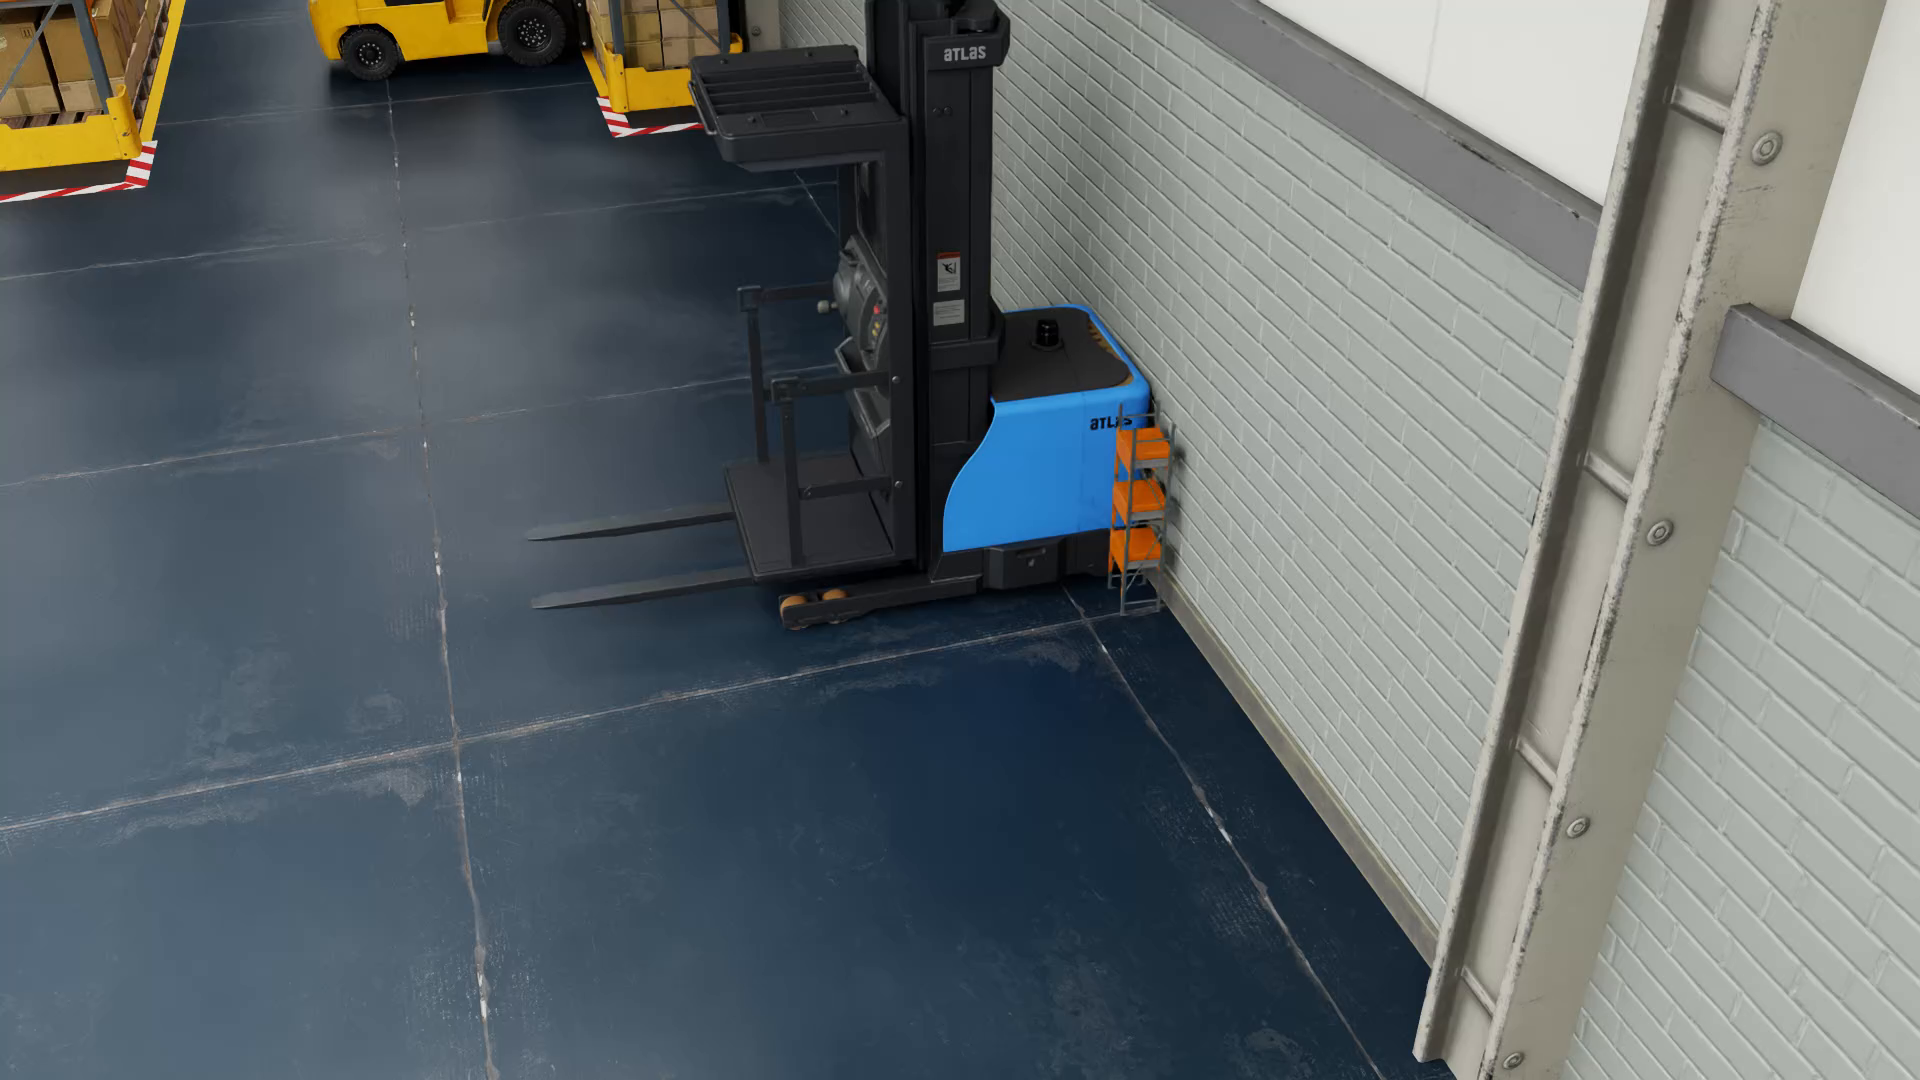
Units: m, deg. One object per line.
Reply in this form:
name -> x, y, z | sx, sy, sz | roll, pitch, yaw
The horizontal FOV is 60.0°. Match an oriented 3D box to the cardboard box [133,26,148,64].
cardboard box -> -7.513, -4.337, 14.705 | 0.500, 0.250, 0.500 | -8, 34, -12

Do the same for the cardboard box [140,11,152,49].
cardboard box -> -7.665, -4.602, 15.107 | 0.500, 0.250, 0.500 | -9, 35, -14

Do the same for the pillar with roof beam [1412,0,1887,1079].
pillar with roof beam -> -2.271, -1.118, 2.279 | 9.100, 9.000, 0.400 | -10, 35, -15

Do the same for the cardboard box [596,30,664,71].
cardboard box -> -2.922, -4.343, 14.715 | 0.500, 0.250, 0.500 | -10, 35, -14

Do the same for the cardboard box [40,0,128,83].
cardboard box -> -7.194, -4.108, 13.680 | 0.500, 0.500, 0.500 | -11, 35, -16

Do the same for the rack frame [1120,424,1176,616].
rack frame -> 0.890, -0.078, 7.908 | 0.200, 1.050, 0.008 | -6, 33, -9

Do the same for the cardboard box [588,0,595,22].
cardboard box -> -3.067, -4.827, 14.993 | 0.500, 0.250, 0.500 | -10, 35, -15

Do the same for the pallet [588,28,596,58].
pallet -> -3.119, -4.992, 16.114 | 1.003, 0.211, 1.213 | -10, 35, -15

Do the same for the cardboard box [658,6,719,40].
cardboard box -> -2.423, -4.640, 14.711 | 0.500, 0.250, 0.500 | -9, 35, -14

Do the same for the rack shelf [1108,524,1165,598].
rack shelf -> 0.866, 0.100, 8.165 | 0.215, 0.259, 0.240 | -6, 33, -9

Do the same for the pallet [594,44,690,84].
pallet -> -2.751, -4.353, 15.146 | 1.003, 0.211, 1.213 | -10, 35, -15

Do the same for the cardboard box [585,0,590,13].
cardboard box -> -3.244, -5.094, 15.398 | 0.500, 0.250, 0.500 | -11, 35, -16

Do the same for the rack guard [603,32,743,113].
rack guard -> -2.470, -4.066, 14.450 | 1.175, 0.500, 0.348 | -10, 35, -15

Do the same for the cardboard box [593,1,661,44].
cardboard box -> -2.924, -4.561, 14.592 | 0.500, 0.250, 0.500 | -10, 35, -15

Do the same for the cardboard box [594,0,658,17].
cardboard box -> -2.915, -4.756, 14.433 | 0.500, 0.250, 0.500 | -9, 34, -13

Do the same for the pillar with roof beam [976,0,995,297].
pillar with roof beam -> -4.101, -4.268, 7.046 | 9.100, 9.000, 0.400 | -10, 35, -15

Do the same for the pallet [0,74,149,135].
pallet -> -7.441, -3.594, 13.998 | 1.003, 0.211, 1.213 | -10, 35, -15

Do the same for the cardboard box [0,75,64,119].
cardboard box -> -7.714, -3.705, 13.749 | 0.500, 0.250, 0.500 | -10, 35, -15

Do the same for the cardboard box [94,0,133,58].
cardboard box -> -7.358, -4.382, 14.094 | 0.500, 0.500, 0.500 | -11, 35, -17

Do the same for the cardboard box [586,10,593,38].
cardboard box -> -3.209, -4.870, 15.513 | 0.500, 0.250, 0.500 | -10, 35, -14

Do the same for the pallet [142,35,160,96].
pallet -> -7.810, -4.234, 14.965 | 1.003, 0.211, 1.213 | -10, 35, -15

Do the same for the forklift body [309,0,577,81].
forklift body -> -4.794, -5.457, 15.057 | 2.313, 2.155, 1.214 | -10, 35, -15

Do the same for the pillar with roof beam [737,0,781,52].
pillar with roof beam -> -5.932, -7.418, 11.813 | 9.100, 9.000, 0.400 | -10, 35, -15

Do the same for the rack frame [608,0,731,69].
rack frame -> -2.478, -5.122, 13.780 | 1.000, 3.000, 0.127 | -10, 35, -15

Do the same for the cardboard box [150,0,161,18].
cardboard box -> -7.988, -5.148, 15.933 | 0.500, 0.250, 0.500 | -8, 34, -13

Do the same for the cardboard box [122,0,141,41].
cardboard box -> -7.503, -4.647, 14.495 | 0.500, 0.500, 0.500 | -9, 35, -14

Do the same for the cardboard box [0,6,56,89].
cardboard box -> -7.696, -4.003, 13.520 | 0.500, 0.500, 0.500 | -10, 35, -14

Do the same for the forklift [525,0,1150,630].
forklift -> -0.649, -1.109, 7.770 | 3.031, 2.935, 1.130 | -8, 34, -12

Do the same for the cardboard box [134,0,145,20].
cardboard box -> -7.674, -4.926, 14.917 | 0.500, 0.500, 0.500 | -8, 34, -12

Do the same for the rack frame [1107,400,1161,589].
rack frame -> 0.844, -0.207, 8.110 | 0.200, 1.050, 0.008 | -6, 33, -9

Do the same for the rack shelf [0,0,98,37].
rack shelf -> -7.814, -5.035, 14.302 | 1.077, 0.370, 4.000 | -10, 35, -15

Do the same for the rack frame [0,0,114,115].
rack frame -> -7.204, -4.285, 12.514 | 1.000, 3.000, 0.127 | -10, 35, -15

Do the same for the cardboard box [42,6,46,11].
cardboard box -> -7.859, -4.276, 13.934 | 0.500, 0.500, 0.500 | -9, 34, -13

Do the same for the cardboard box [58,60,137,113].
cardboard box -> -7.186, -3.783, 13.868 | 0.500, 0.250, 0.500 | -10, 35, -15

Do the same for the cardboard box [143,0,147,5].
cardboard box -> -7.831, -5.194, 15.322 | 0.500, 0.500, 0.500 | -9, 35, -14

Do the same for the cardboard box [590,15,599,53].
cardboard box -> -3.065, -4.606, 15.113 | 0.500, 0.250, 0.500 | -10, 35, -15

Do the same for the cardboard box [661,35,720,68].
cardboard box -> -2.441, -4.441, 14.863 | 0.500, 0.250, 0.500 | -10, 35, -15

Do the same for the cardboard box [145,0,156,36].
cardboard box -> -7.816, -4.870, 15.513 | 0.500, 0.250, 0.500 | -11, 35, -16

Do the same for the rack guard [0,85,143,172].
rack guard -> -7.227, -3.282, 13.264 | 1.175, 0.500, 0.348 | -10, 35, -15

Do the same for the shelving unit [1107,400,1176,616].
shelving unit -> 0.867, -0.143, 8.009 | 0.215, 1.050, 0.252 | -6, 33, -9

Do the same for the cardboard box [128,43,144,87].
cardboard box -> -7.335, -4.052, 14.275 | 0.500, 0.250, 0.500 | -9, 34, -13

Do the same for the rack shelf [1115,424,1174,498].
rack shelf -> 0.868, -0.373, 7.862 | 0.215, 0.259, 0.240 | -6, 33, -9

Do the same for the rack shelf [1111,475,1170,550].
rack shelf -> 0.867, -0.134, 8.015 | 0.215, 0.259, 0.240 | -6, 33, -9

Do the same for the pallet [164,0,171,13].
pallet -> -8.663, -5.630, 17.079 | 1.003, 0.211, 1.213 | -10, 35, -15

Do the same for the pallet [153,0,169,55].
pallet -> -8.185, -4.875, 15.936 | 1.003, 0.211, 1.213 | -10, 35, -15

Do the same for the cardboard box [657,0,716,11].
cardboard box -> -2.444, -4.851, 14.577 | 0.500, 0.250, 0.500 | -11, 35, -15
